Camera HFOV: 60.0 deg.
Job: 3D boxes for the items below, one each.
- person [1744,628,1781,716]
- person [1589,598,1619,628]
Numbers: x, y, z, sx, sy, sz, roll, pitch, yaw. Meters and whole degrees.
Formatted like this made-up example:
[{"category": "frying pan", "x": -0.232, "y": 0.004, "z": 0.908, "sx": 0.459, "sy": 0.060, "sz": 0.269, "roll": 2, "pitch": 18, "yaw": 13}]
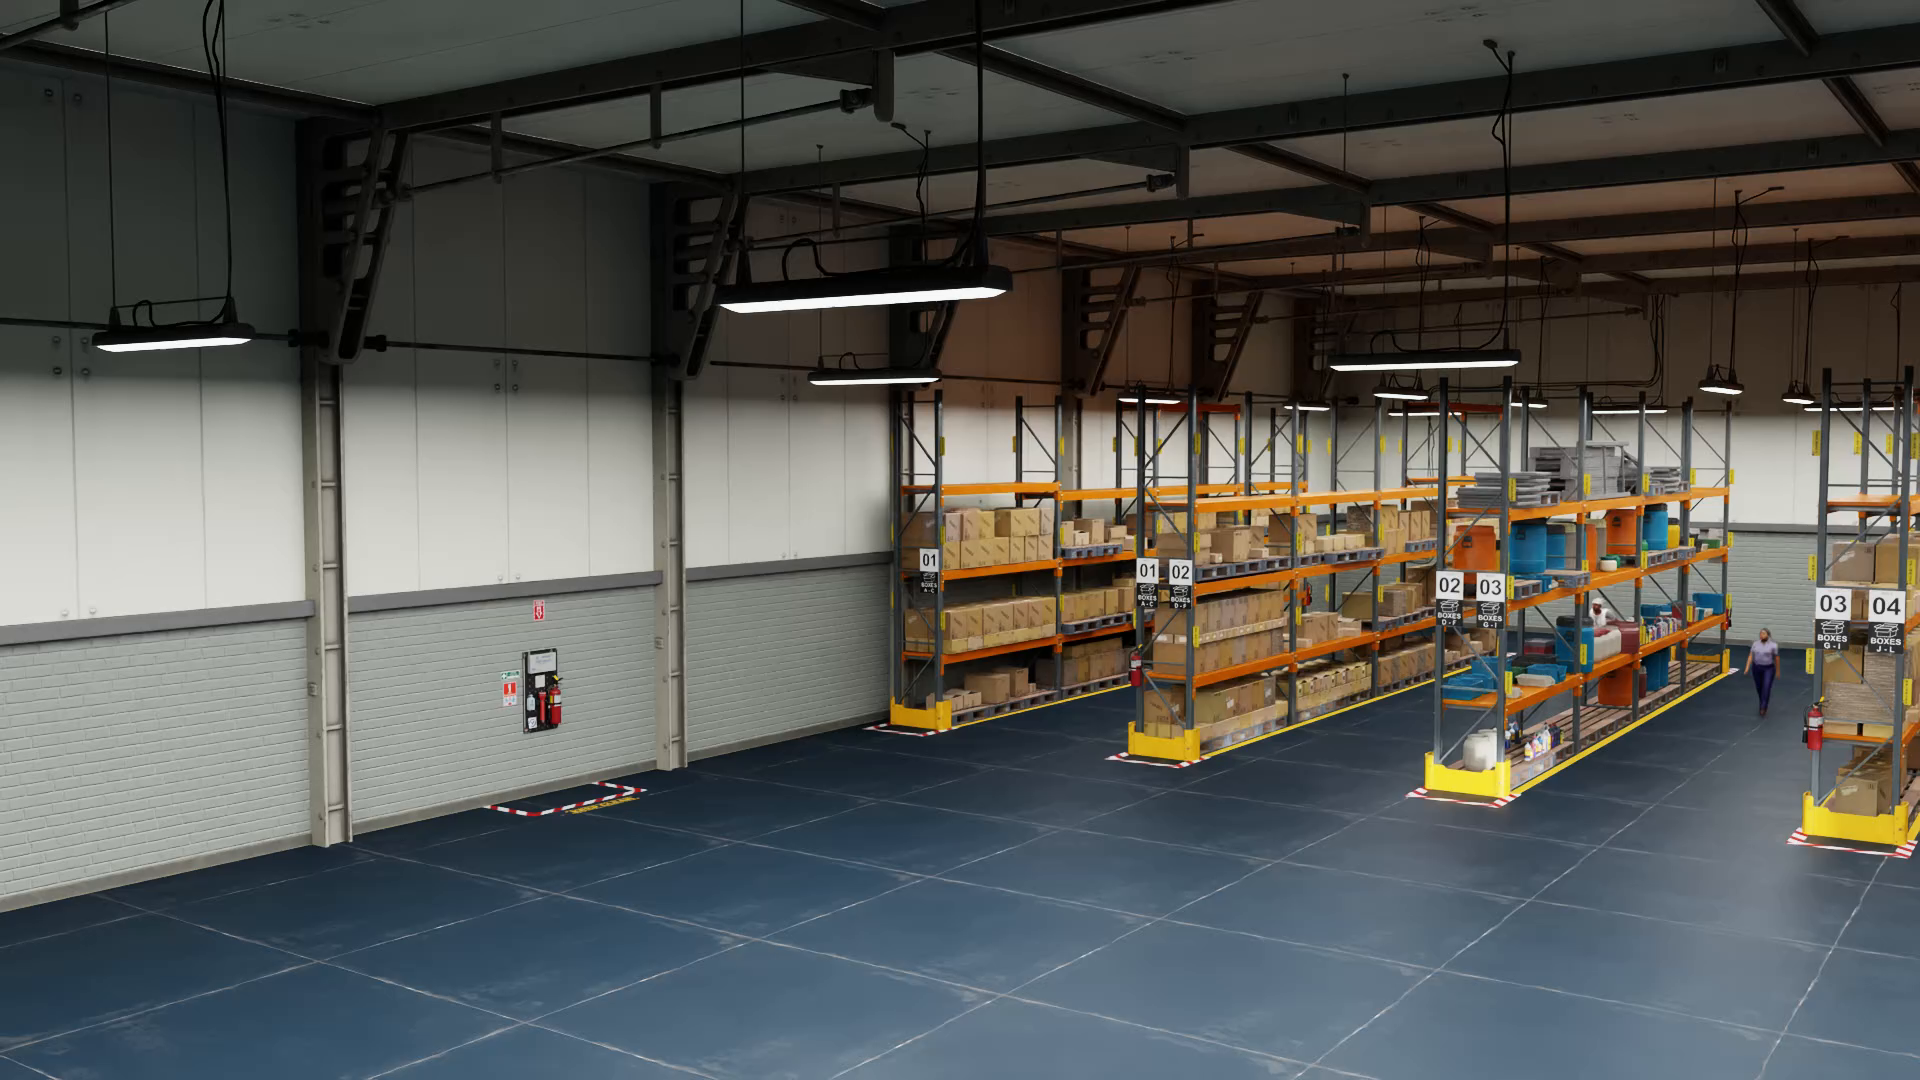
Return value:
[{"category": "person", "x": 14.993, "y": 2.436, "z": 31.079, "sx": 0.560, "sy": 1.591, "sz": 1.001, "roll": 3, "pitch": 4, "yaw": 41}, {"category": "person", "x": 14.121, "y": 2.106, "z": 36.598, "sx": 0.660, "sy": 1.680, "sz": 0.722, "roll": -3, "pitch": 4, "yaw": -44}]
